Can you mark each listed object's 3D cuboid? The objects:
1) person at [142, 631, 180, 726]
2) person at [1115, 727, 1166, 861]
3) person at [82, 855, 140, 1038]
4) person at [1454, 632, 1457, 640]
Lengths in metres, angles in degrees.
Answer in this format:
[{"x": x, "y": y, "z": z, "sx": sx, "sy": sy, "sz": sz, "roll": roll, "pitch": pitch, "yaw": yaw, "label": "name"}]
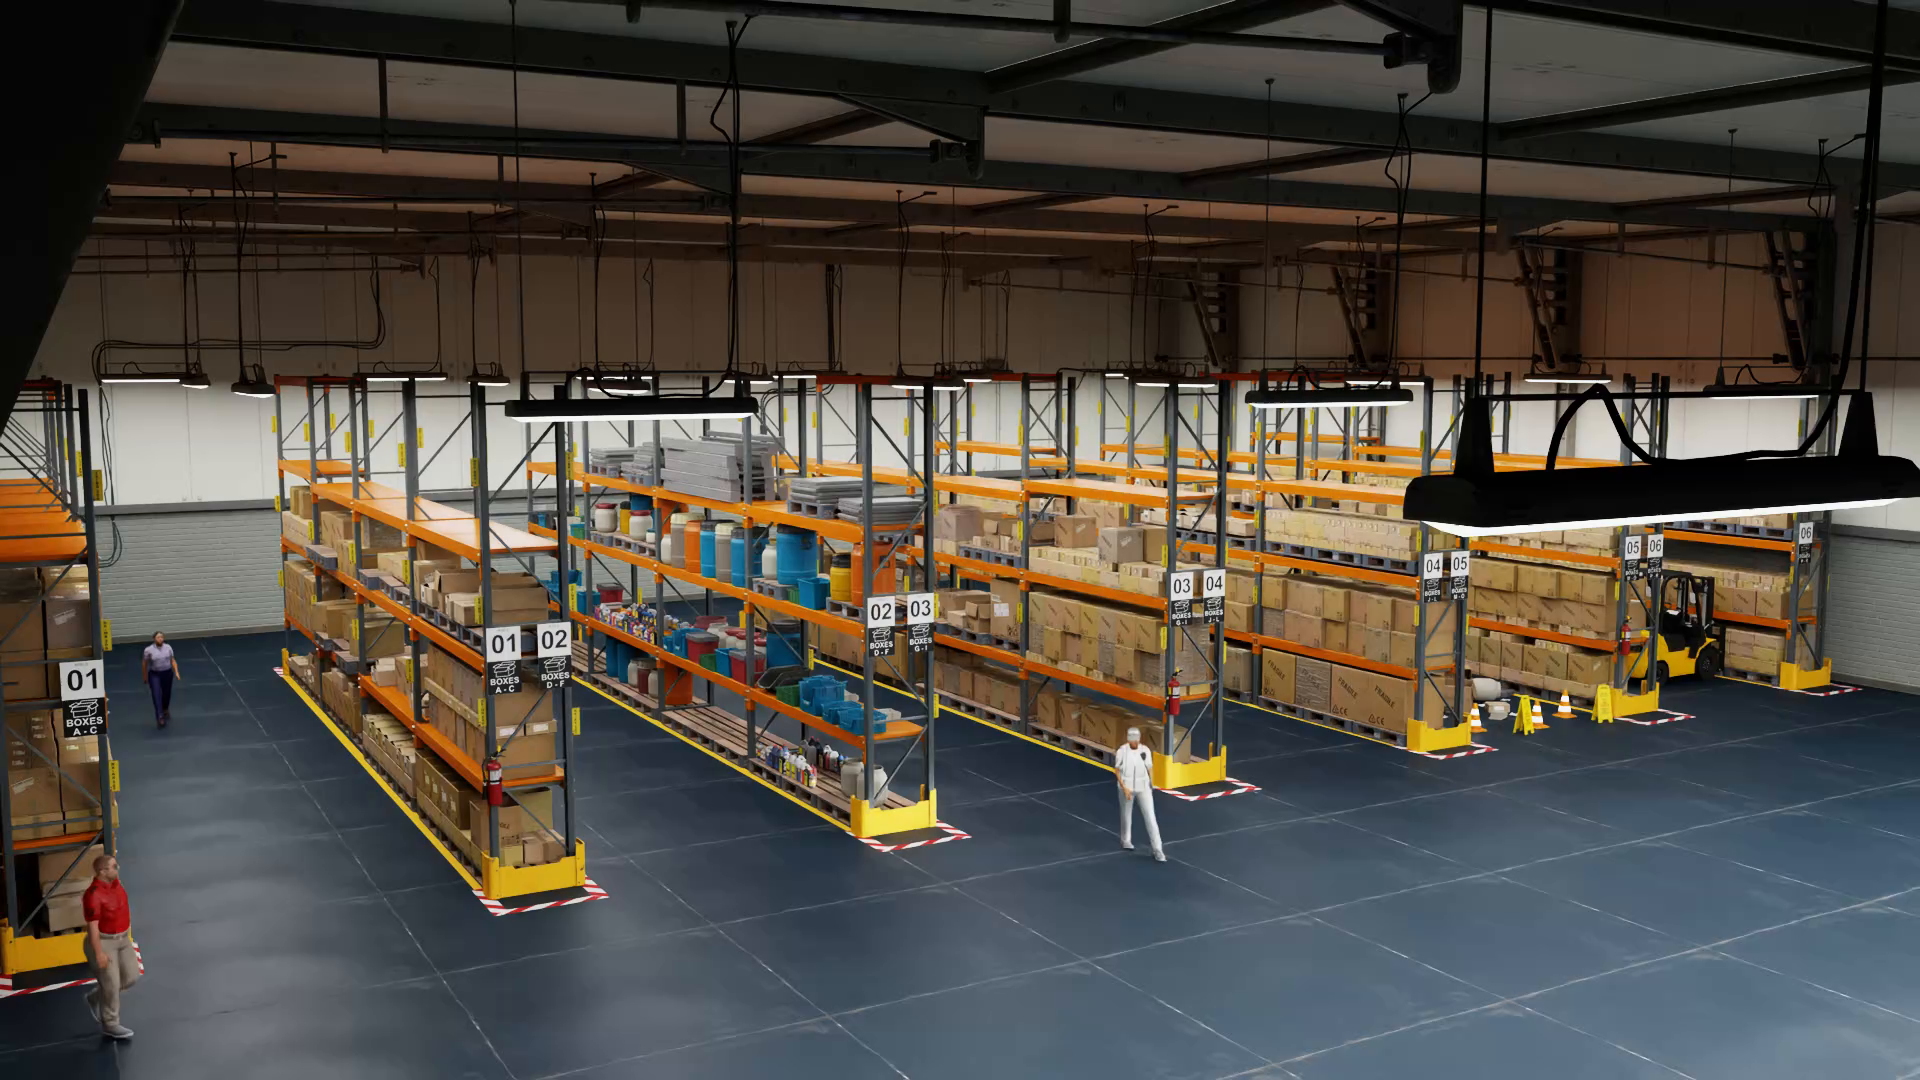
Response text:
[{"x": -13.905, "y": 2.362, "z": 28.930, "sx": 0.569, "sy": 1.588, "sz": 1.034, "roll": -4, "pitch": 7, "yaw": -33, "label": "person"}, {"x": 2.311, "y": 3.205, "z": 21.248, "sx": 0.667, "sy": 1.636, "sz": 0.757, "roll": 1, "pitch": 6, "yaw": 8, "label": "person"}, {"x": -8.004, "y": 3.766, "z": 15.515, "sx": 0.636, "sy": 1.709, "sz": 0.527, "roll": 1, "pitch": 6, "yaw": 13, "label": "person"}, {"x": 10.689, "y": 1.657, "z": 35.563, "sx": 0.490, "sy": 1.595, "sz": 0.723, "roll": -5, "pitch": 8, "yaw": -41, "label": "person"}]
